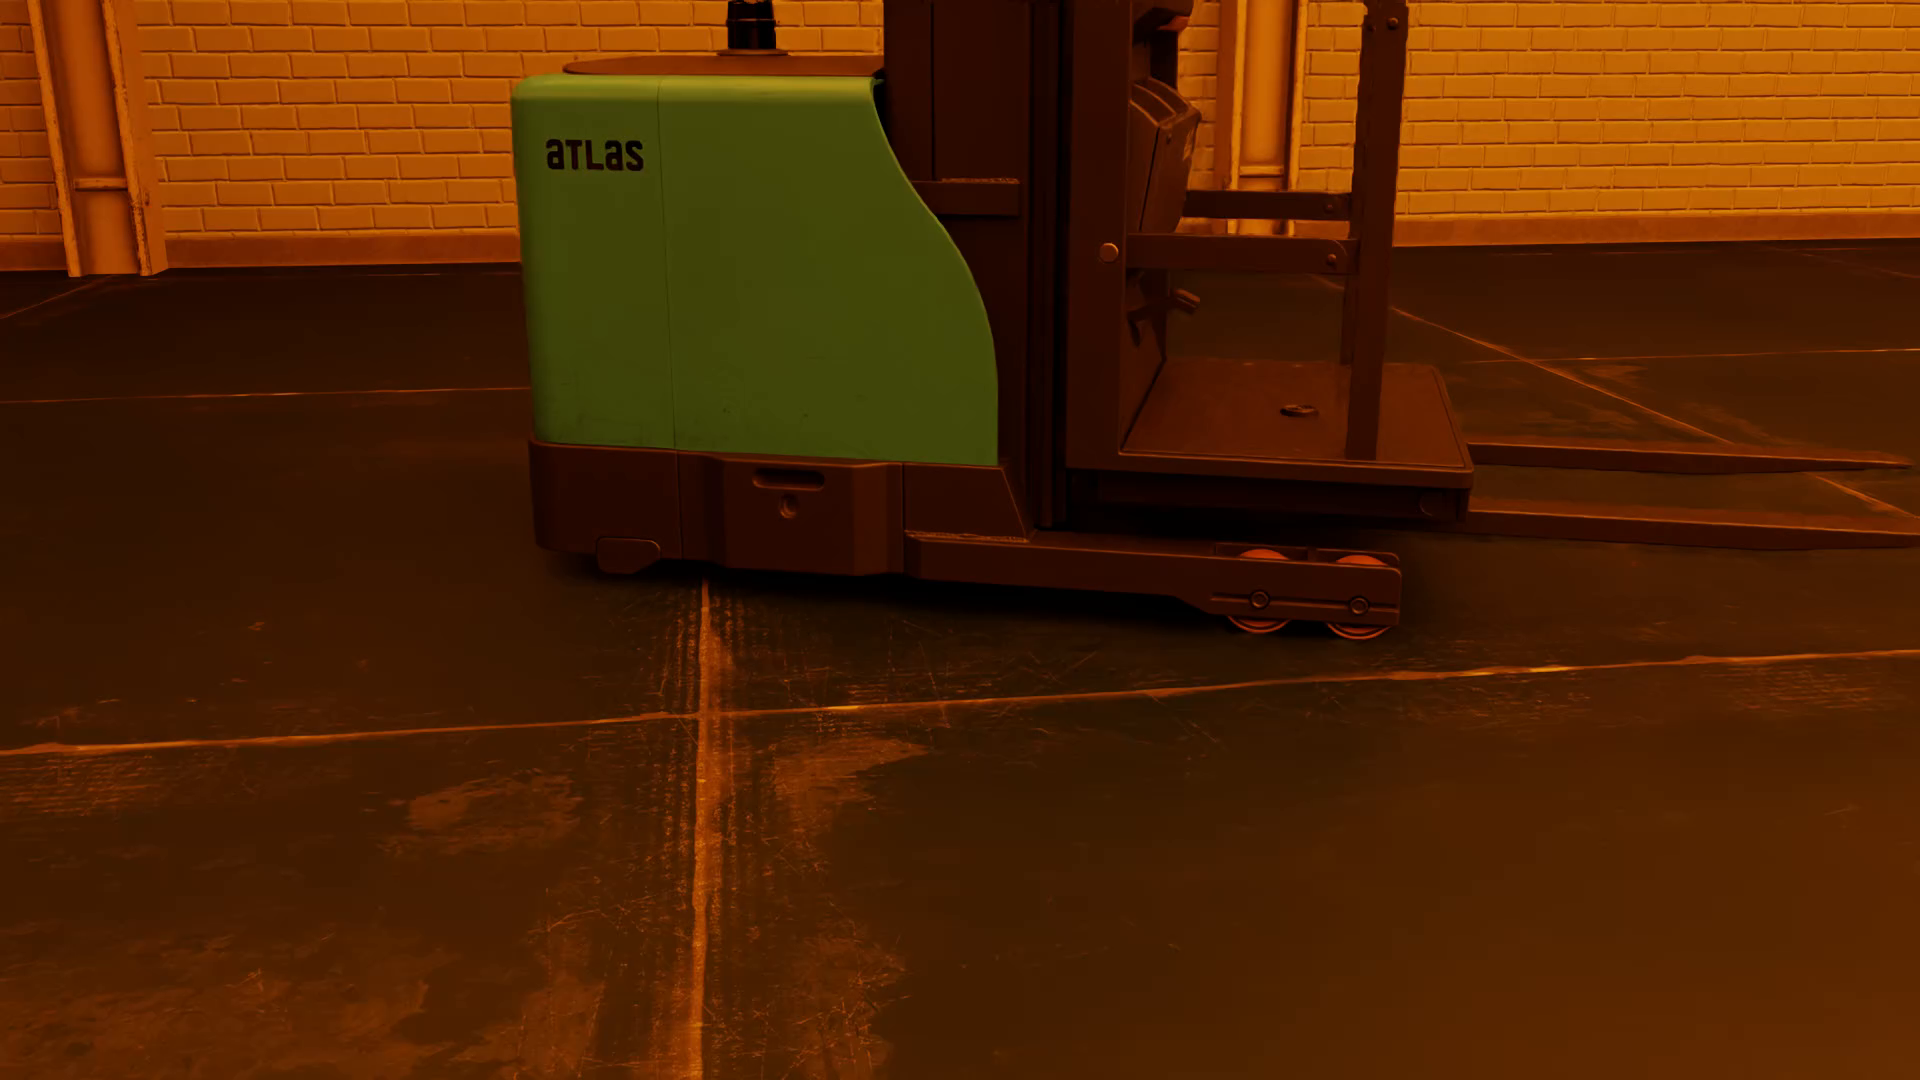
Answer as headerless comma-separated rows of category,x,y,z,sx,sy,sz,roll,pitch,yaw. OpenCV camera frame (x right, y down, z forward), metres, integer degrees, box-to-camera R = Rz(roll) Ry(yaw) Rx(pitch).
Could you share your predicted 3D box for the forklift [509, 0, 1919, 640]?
forklift,0.622,-1.372,3.439,3.031,2.935,1.130,3,17,11
